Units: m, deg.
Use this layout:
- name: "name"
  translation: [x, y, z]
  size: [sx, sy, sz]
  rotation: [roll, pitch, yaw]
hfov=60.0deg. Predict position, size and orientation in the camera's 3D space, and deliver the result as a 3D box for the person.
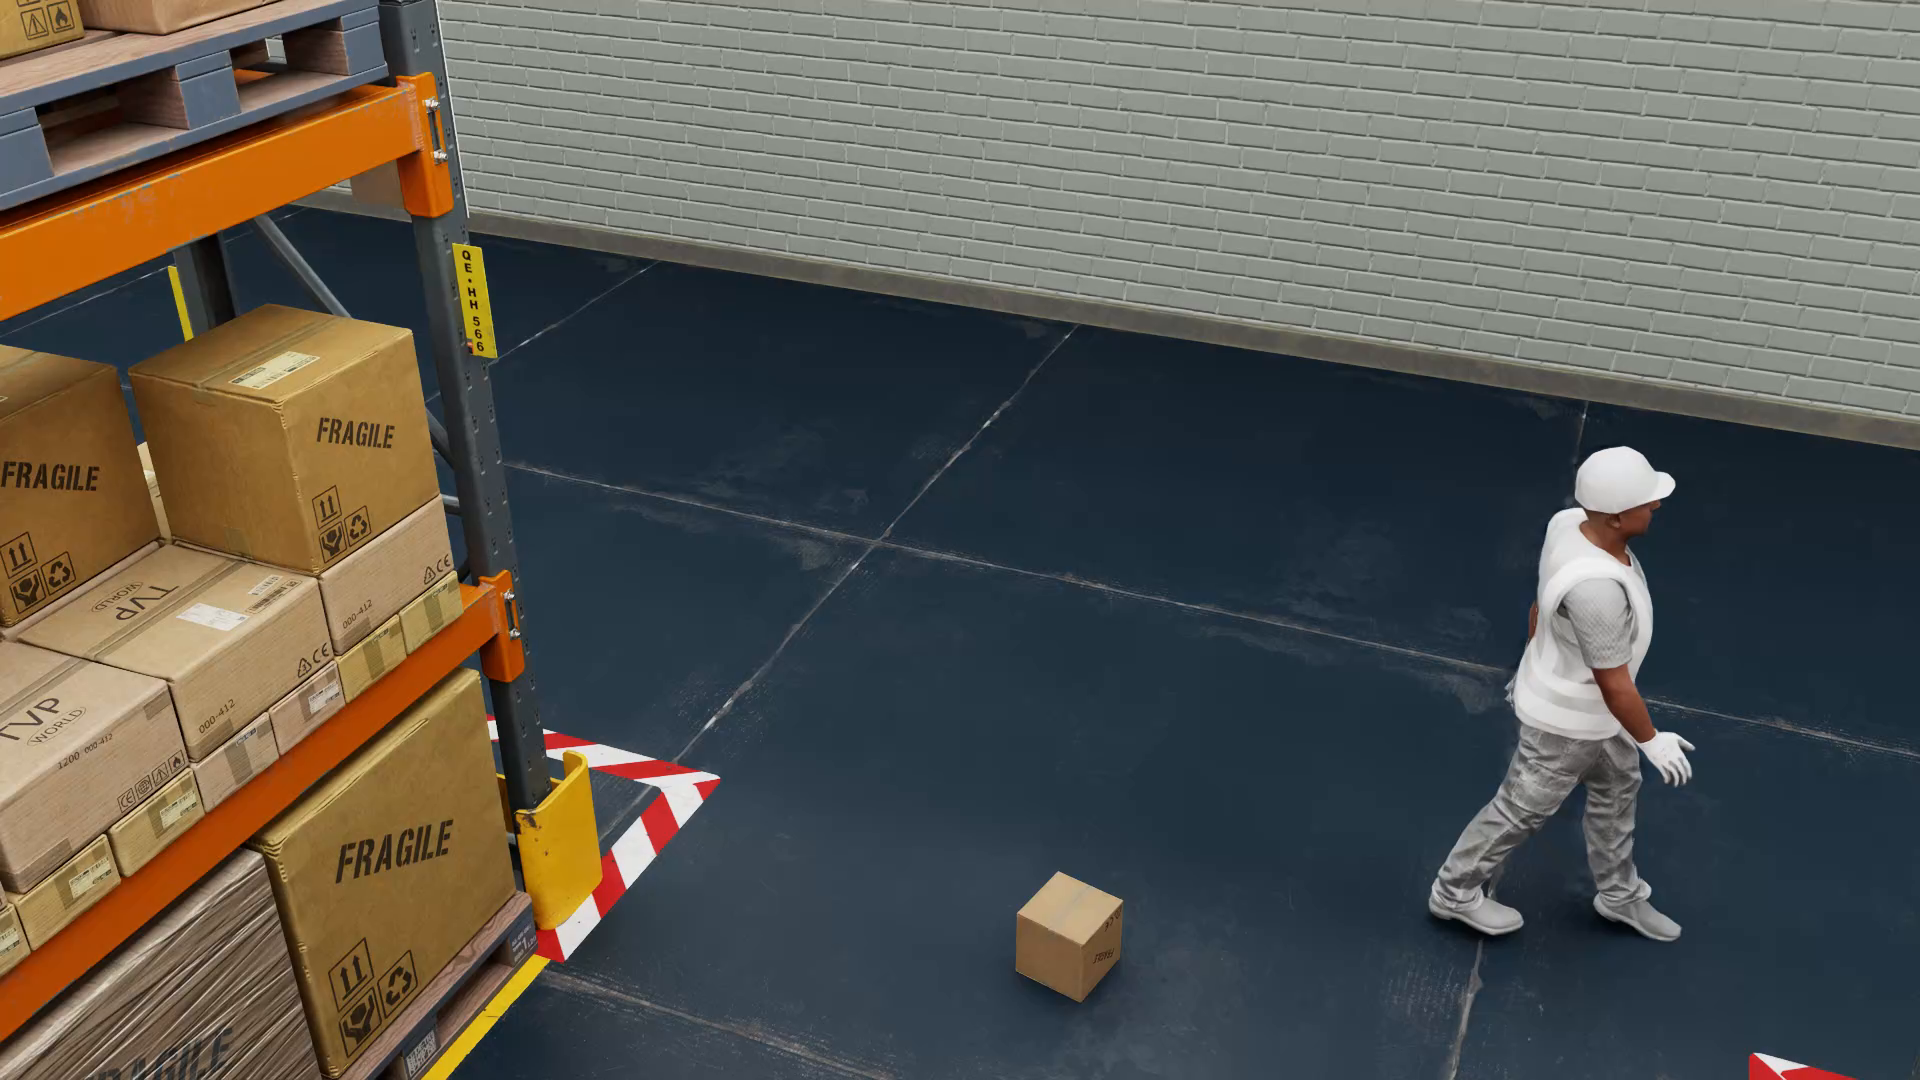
- name: "person"
  translation: [1.992, 0.542, 5.154]
  size: [0.820, 1.806, 0.561]
  rotation: [9, 31, 16]
